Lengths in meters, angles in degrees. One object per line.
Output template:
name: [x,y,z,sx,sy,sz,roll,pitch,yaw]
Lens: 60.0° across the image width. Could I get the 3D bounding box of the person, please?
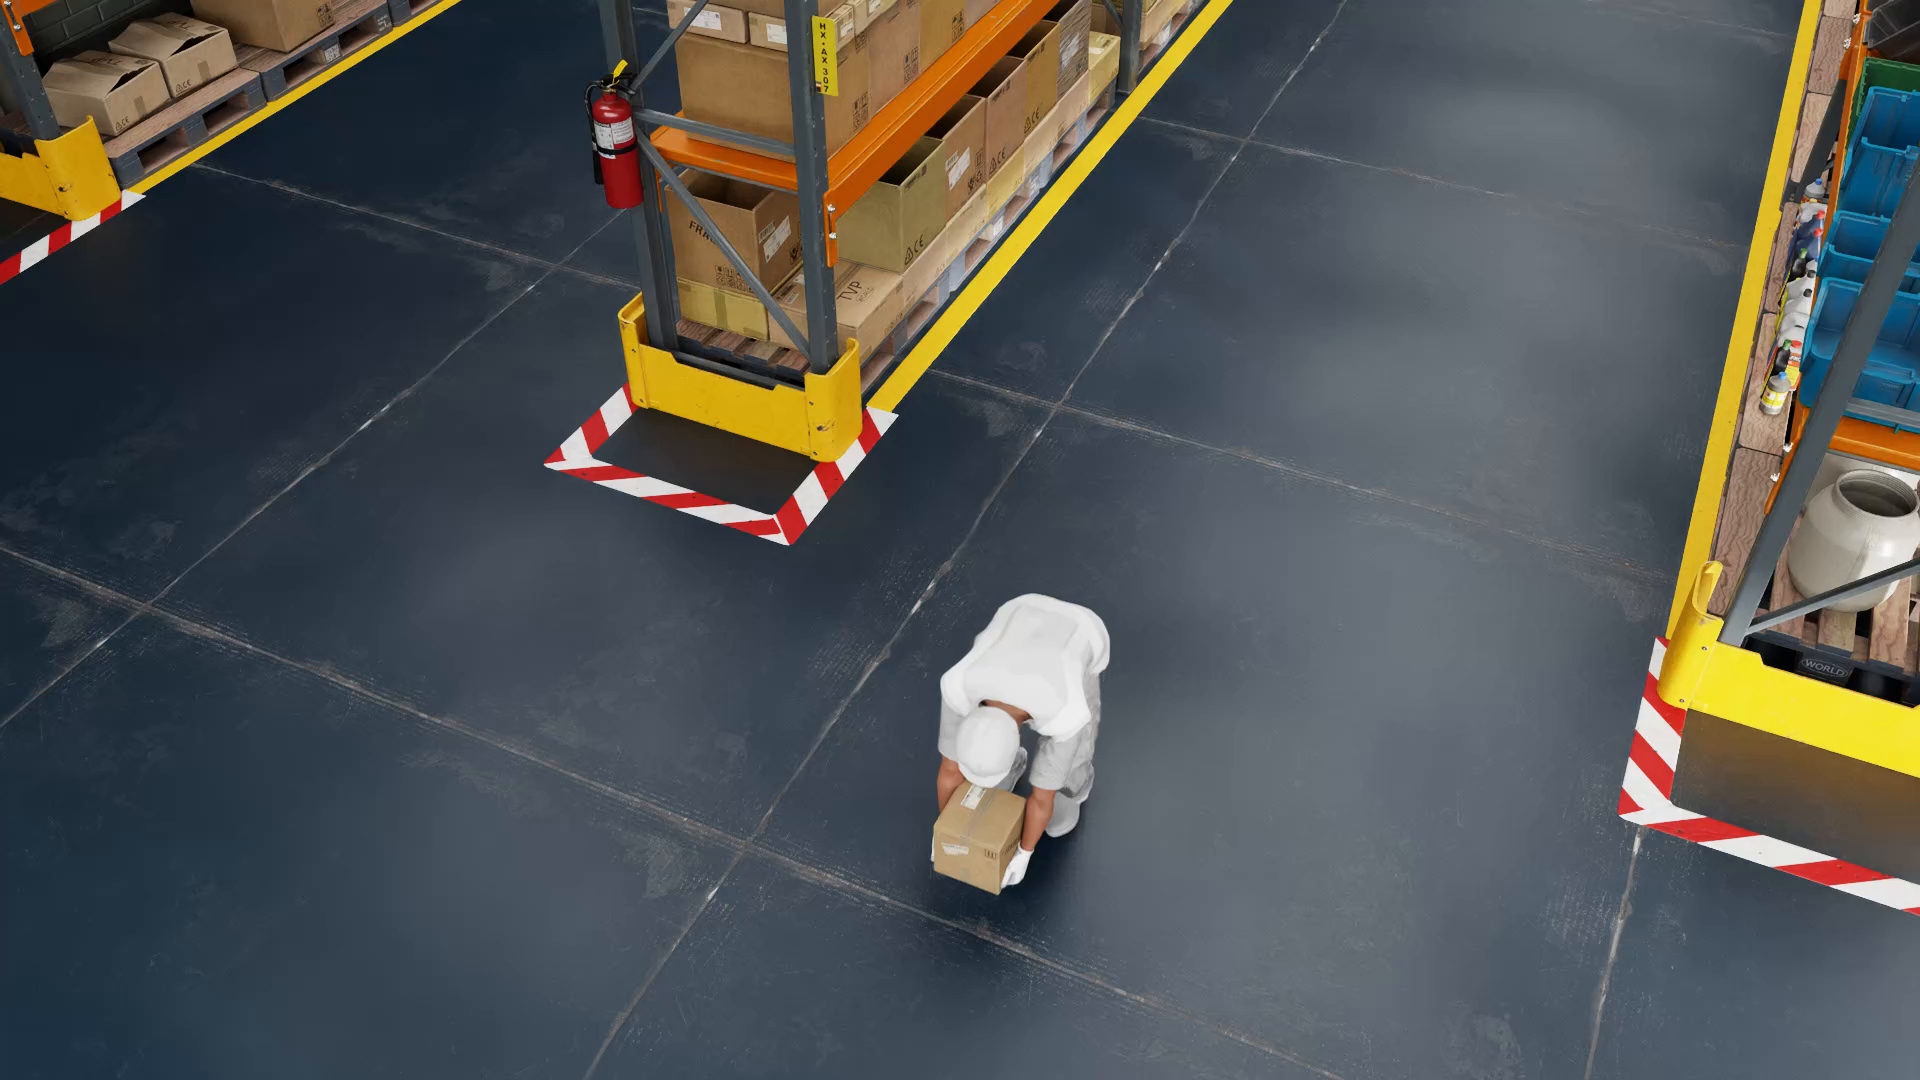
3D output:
person: [0.226,0.716,5.932,0.549,0.995,0.970,16,44,18]
